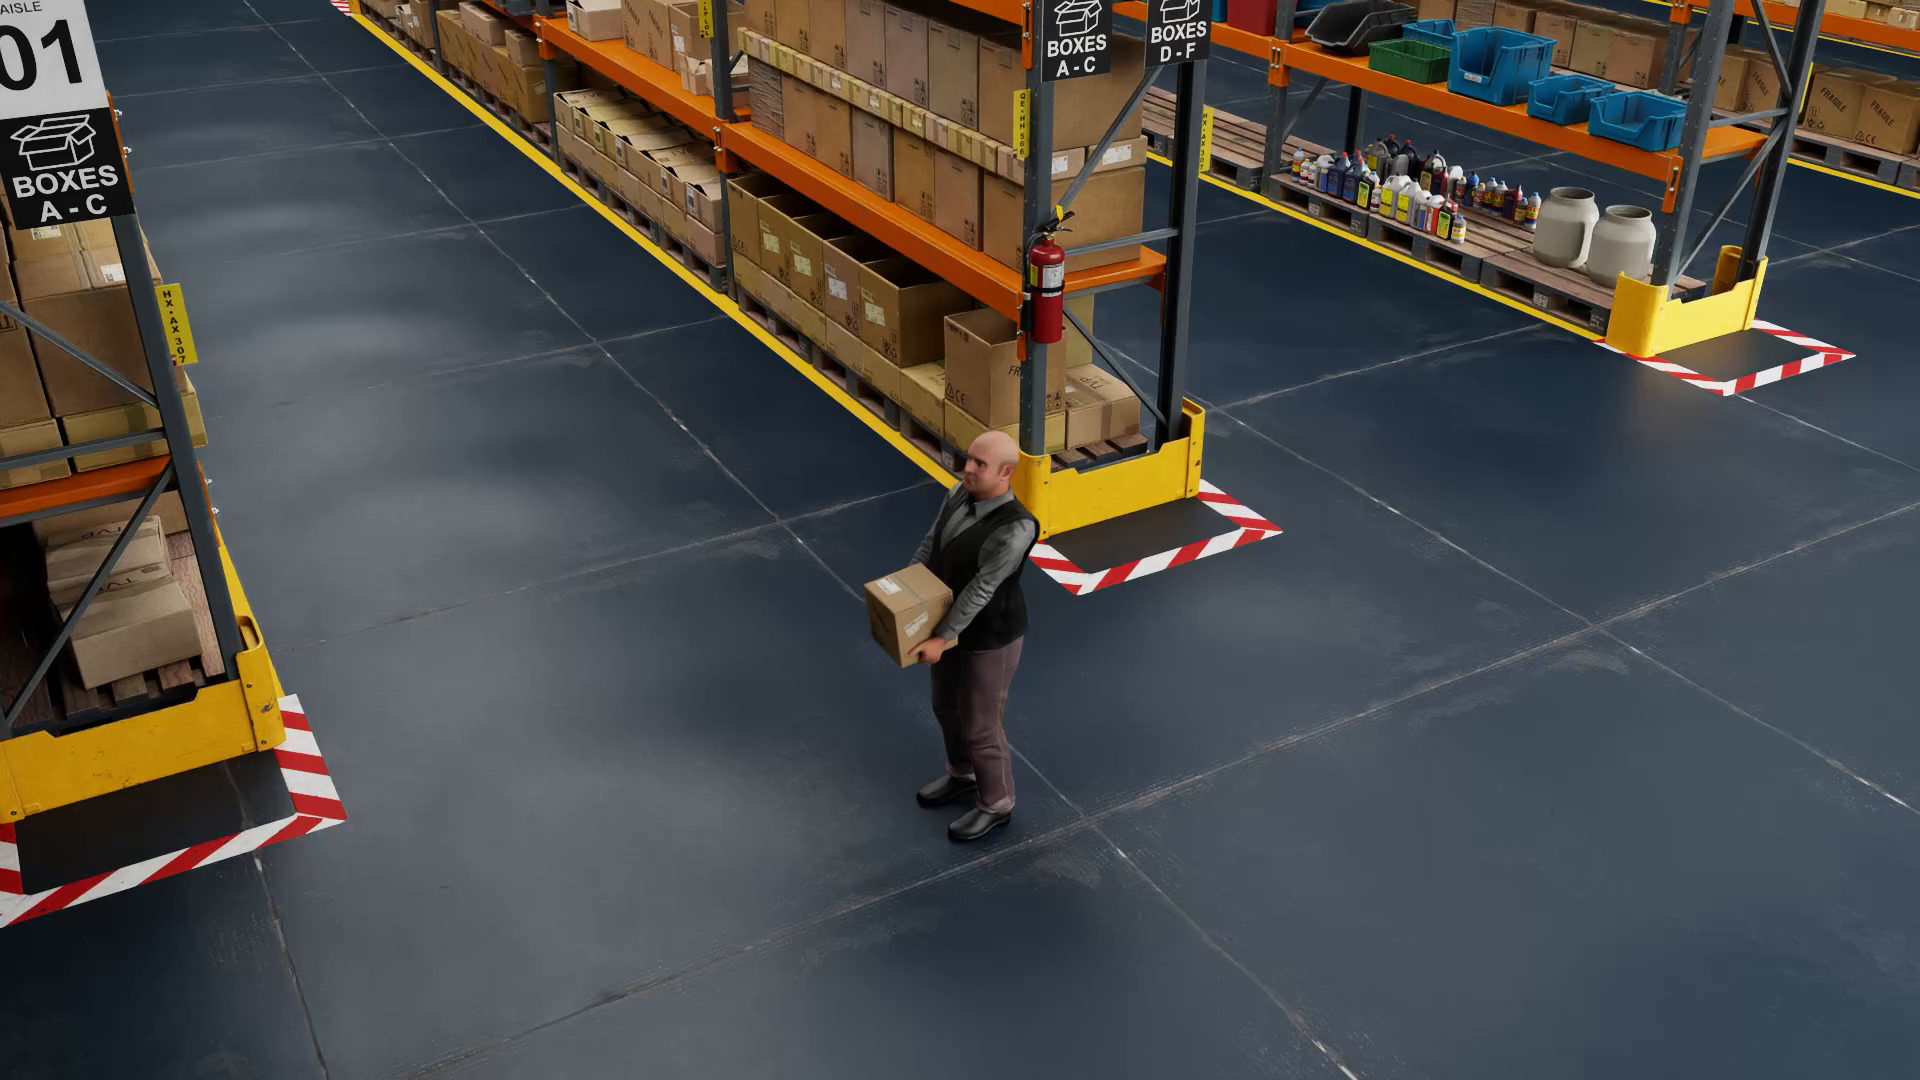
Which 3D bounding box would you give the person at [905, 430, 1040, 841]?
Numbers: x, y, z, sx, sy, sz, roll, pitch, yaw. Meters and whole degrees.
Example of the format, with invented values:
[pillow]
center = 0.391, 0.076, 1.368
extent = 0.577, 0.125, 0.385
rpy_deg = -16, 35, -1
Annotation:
[person]
center = -0.016, 0.392, 6.448
extent = 0.560, 1.711, 0.494
rpy_deg = -15, 32, -26
